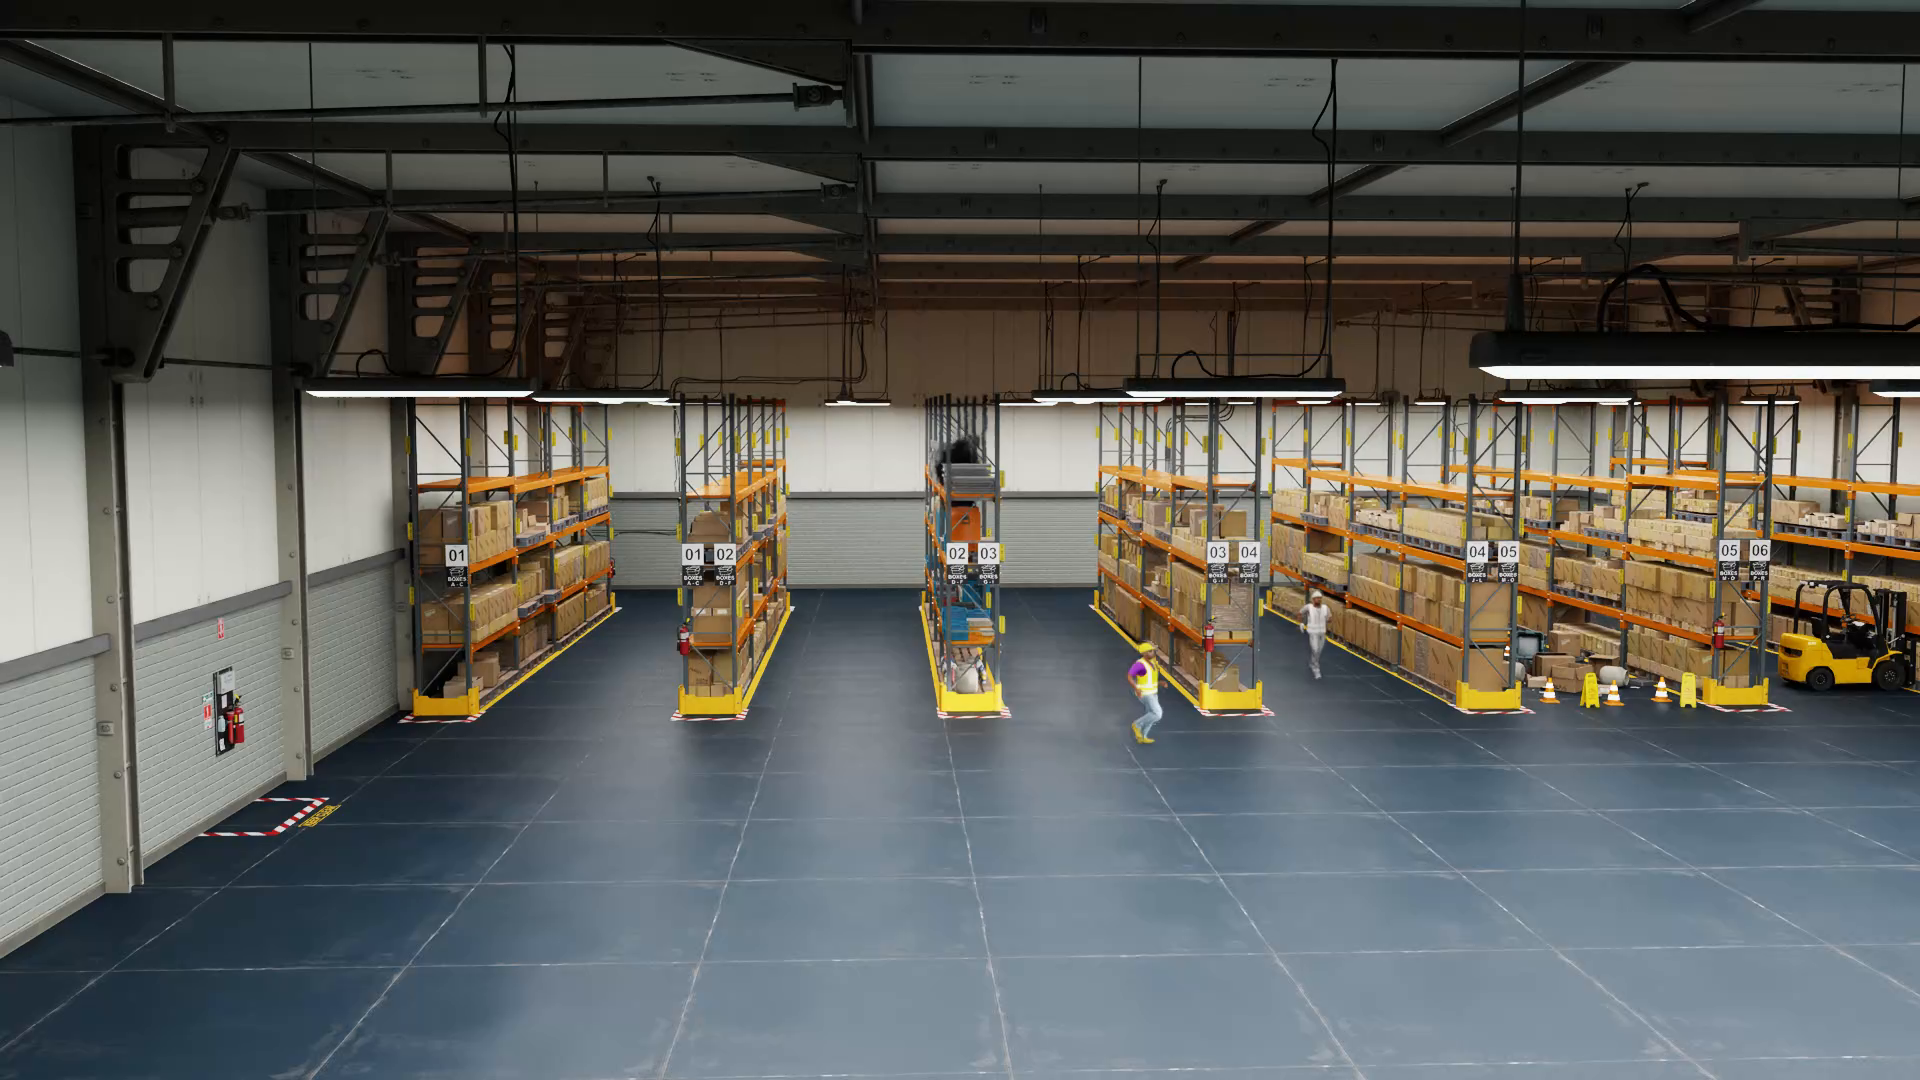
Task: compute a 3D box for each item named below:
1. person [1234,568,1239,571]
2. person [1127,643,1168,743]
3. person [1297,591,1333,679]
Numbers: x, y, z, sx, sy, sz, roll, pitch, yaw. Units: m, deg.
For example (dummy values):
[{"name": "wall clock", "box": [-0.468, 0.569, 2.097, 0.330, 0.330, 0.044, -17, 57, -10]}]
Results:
[{"name": "person", "box": [7.744, 1.227, 45.890, 0.617, 1.802, 0.915, 0, 5, -3]}, {"name": "person", "box": [3.236, 2.622, 28.380, 0.581, 1.723, 0.705, 2, 5, 29]}, {"name": "person", "box": [7.620, 2.008, 35.550, 0.672, 1.826, 0.857, -1, 5, -13]}]
